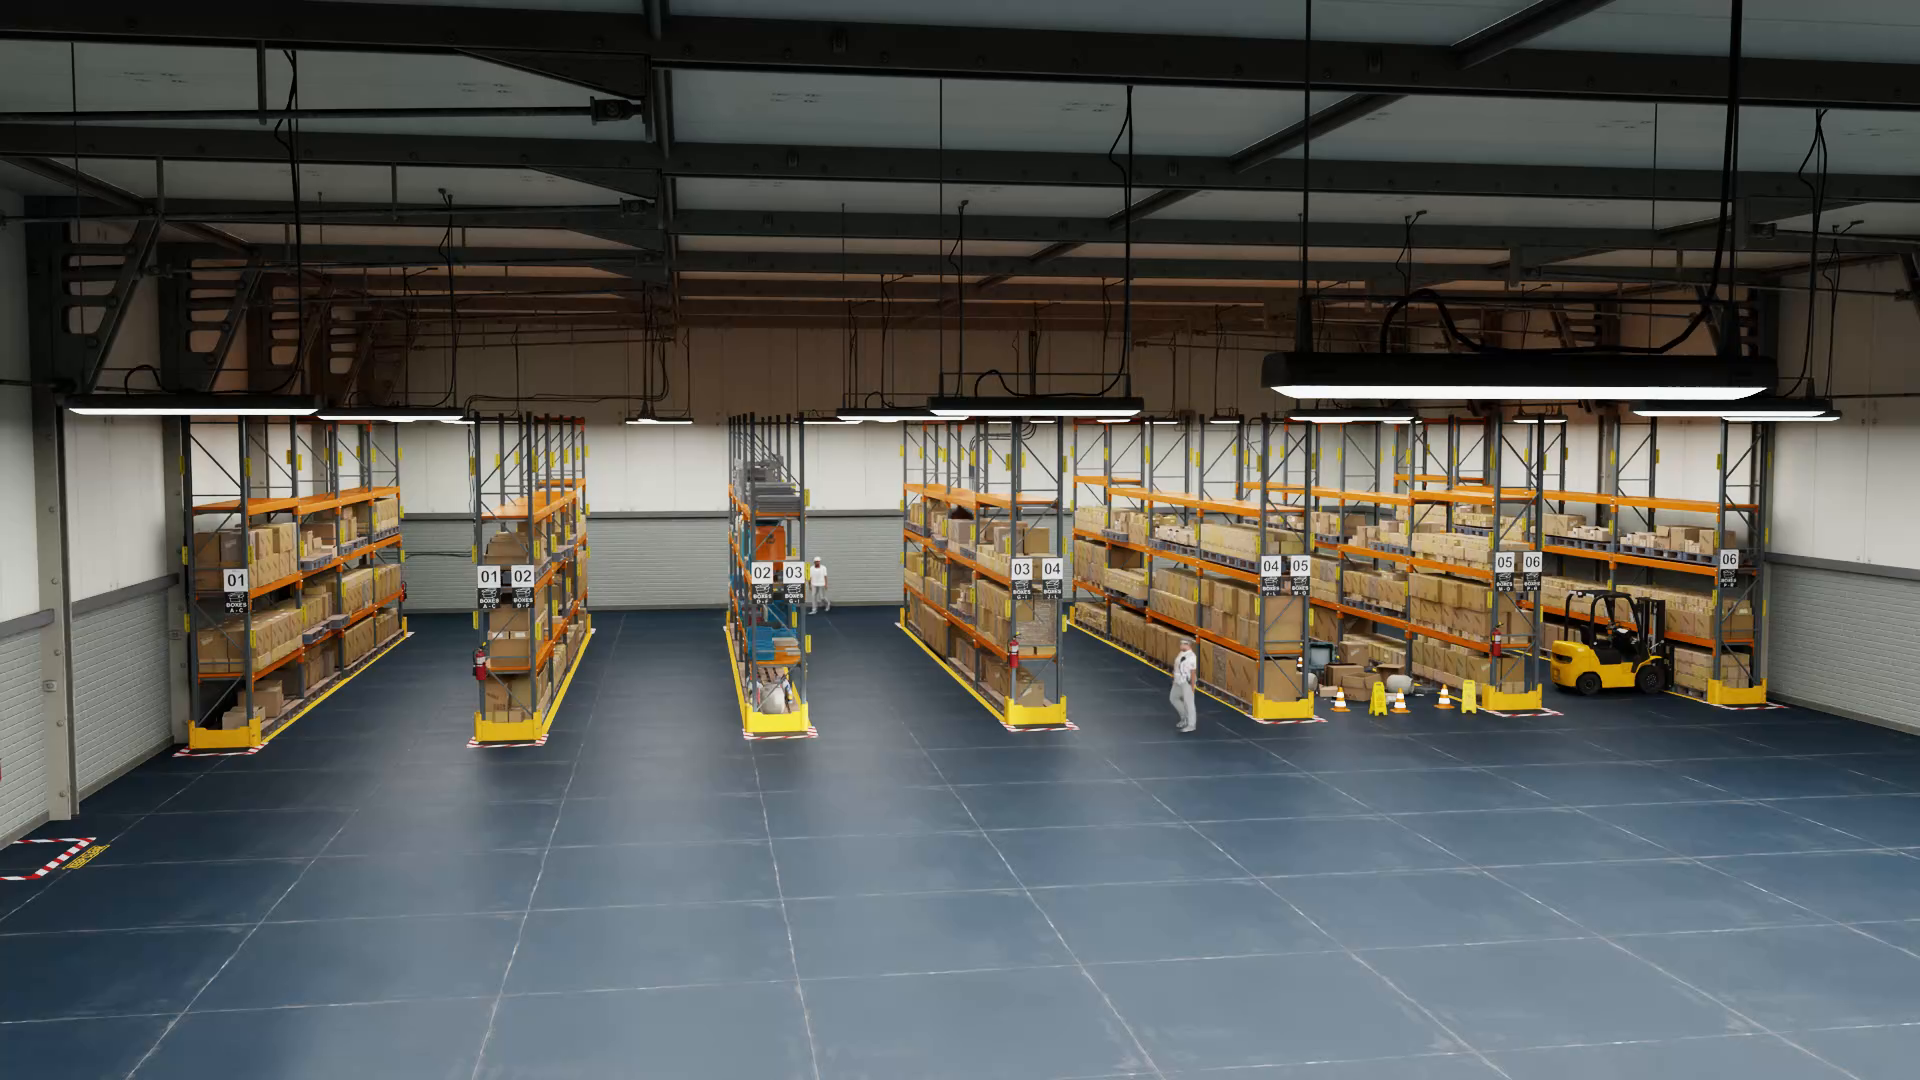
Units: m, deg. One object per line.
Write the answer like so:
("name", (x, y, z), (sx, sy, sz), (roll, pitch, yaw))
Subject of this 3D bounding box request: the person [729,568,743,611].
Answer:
("person", (-6.605, 1.395, 50.737), (0.857, 1.741, 0.591), (1, 4, 20))

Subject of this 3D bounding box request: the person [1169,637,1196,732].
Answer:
("person", (4.238, 2.705, 31.380), (0.447, 1.779, 0.618), (-2, 4, -23))

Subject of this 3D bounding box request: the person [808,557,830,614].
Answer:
("person", (-4.345, 1.384, 50.871), (0.571, 1.756, 0.799), (2, 4, 22))
